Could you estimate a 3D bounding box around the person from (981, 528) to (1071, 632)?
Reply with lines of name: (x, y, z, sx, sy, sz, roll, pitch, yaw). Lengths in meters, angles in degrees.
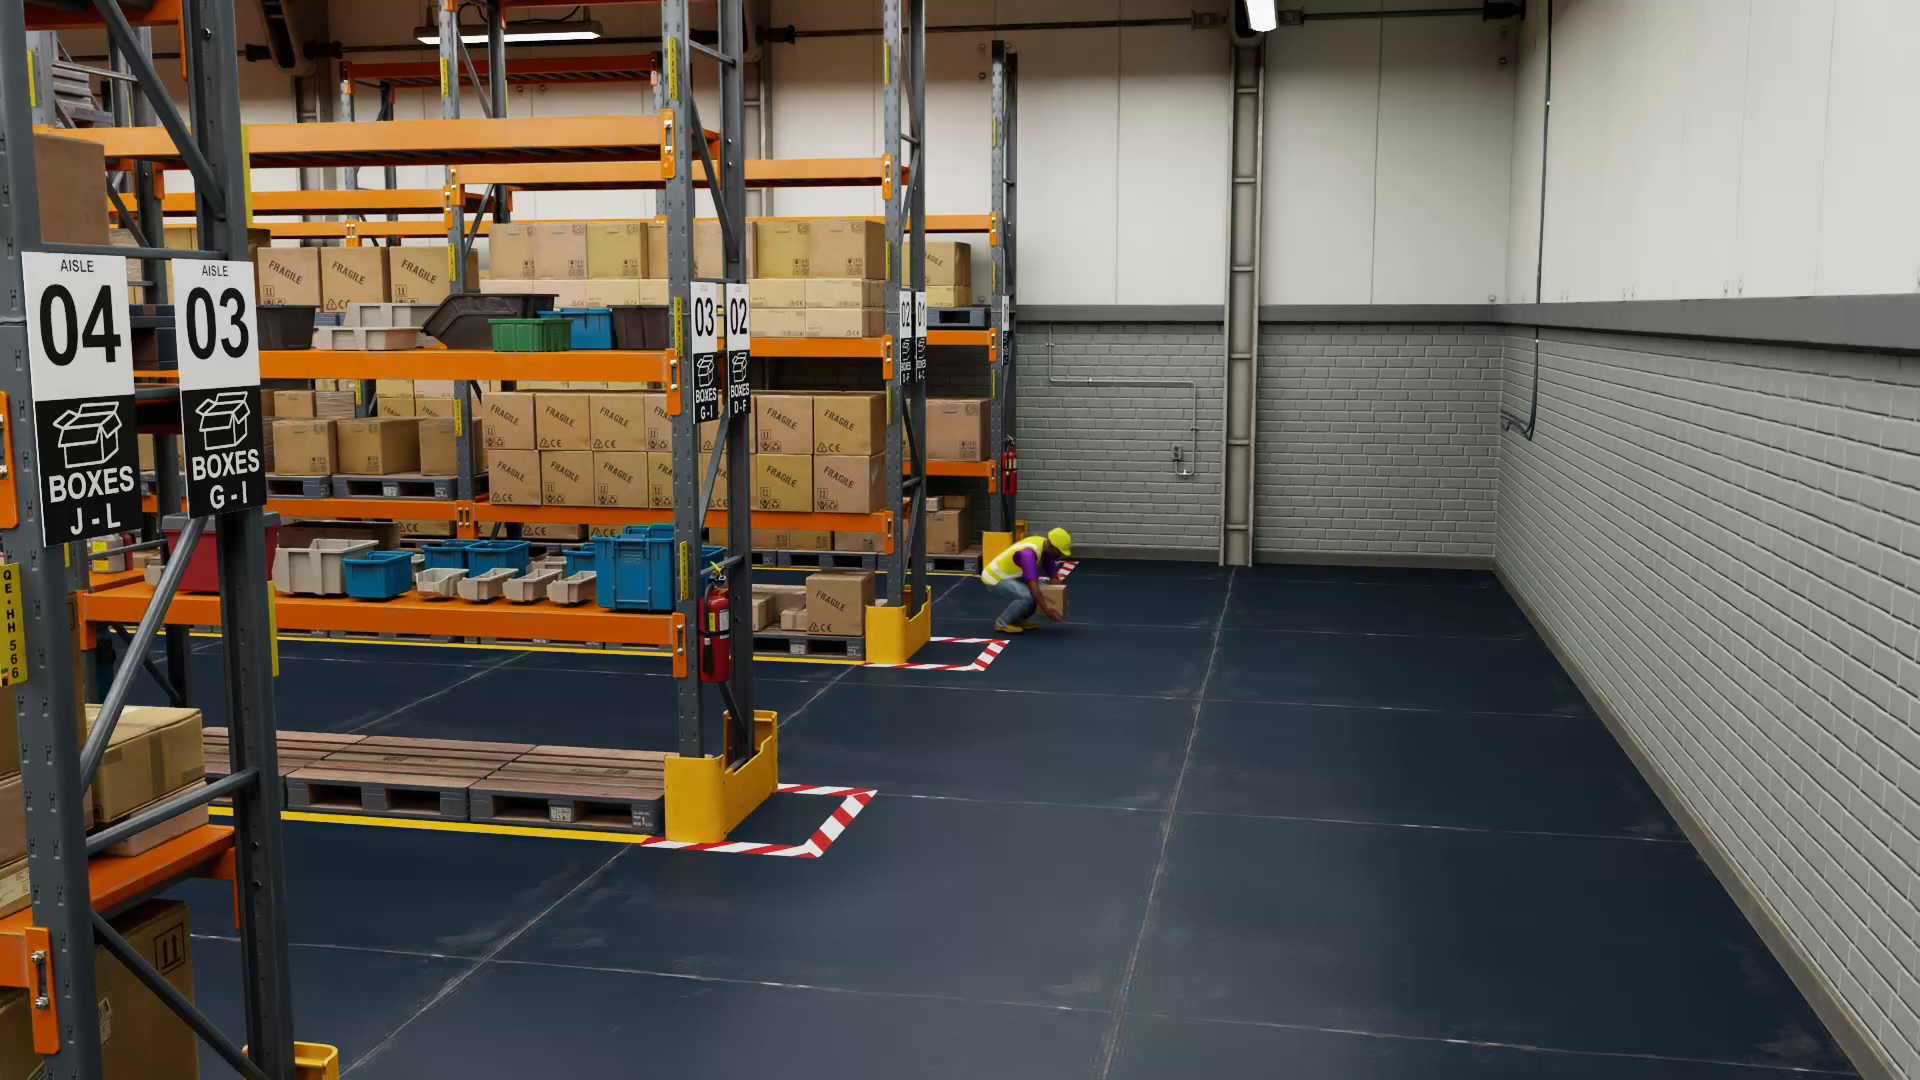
person: (0.659, 0.369, 15.839, 0.875, 1.012, 0.594, 5, 9, 32)
